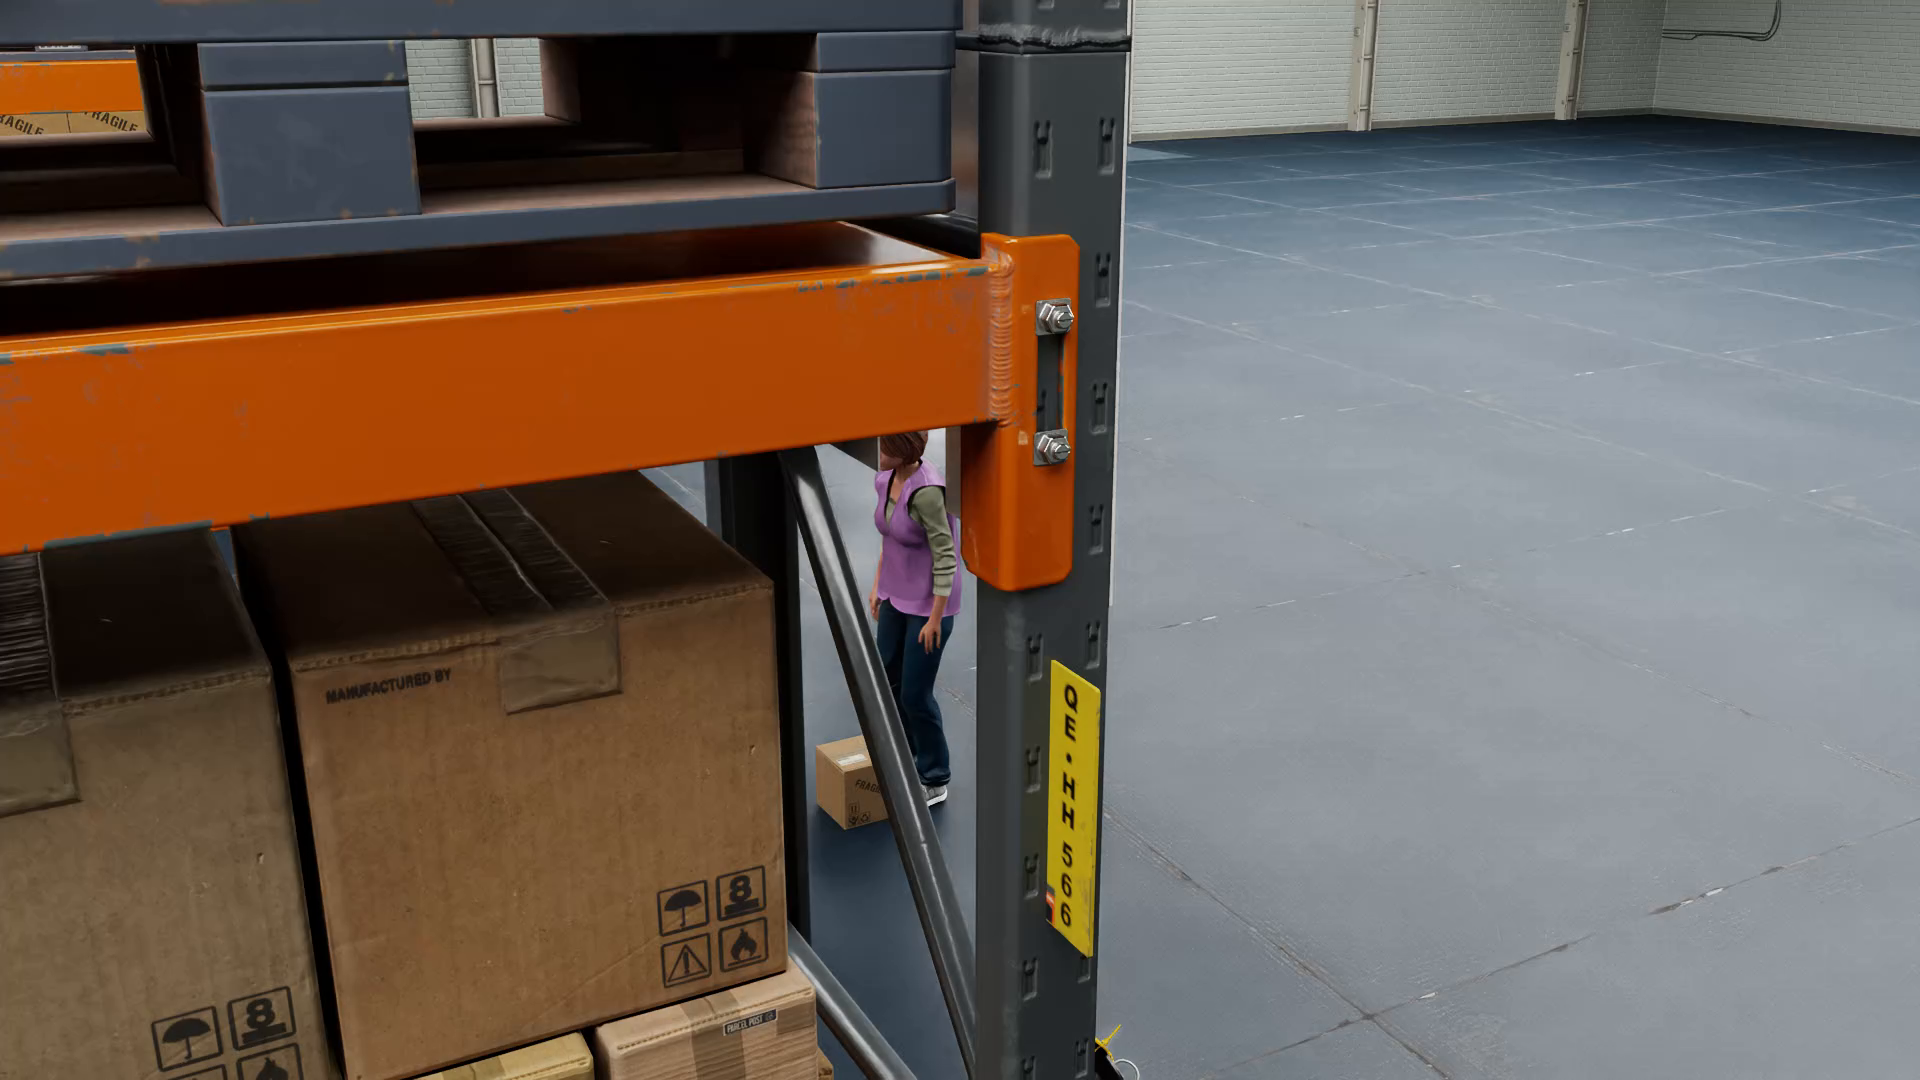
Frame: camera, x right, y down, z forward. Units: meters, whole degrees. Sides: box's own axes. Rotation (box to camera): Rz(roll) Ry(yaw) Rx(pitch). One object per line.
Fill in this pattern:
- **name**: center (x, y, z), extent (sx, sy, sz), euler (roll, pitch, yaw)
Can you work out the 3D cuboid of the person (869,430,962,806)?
- **person**: center (-0.185, 0.257, 6.322), extent (0.342, 1.593, 0.485), euler (-11, 22, -30)
